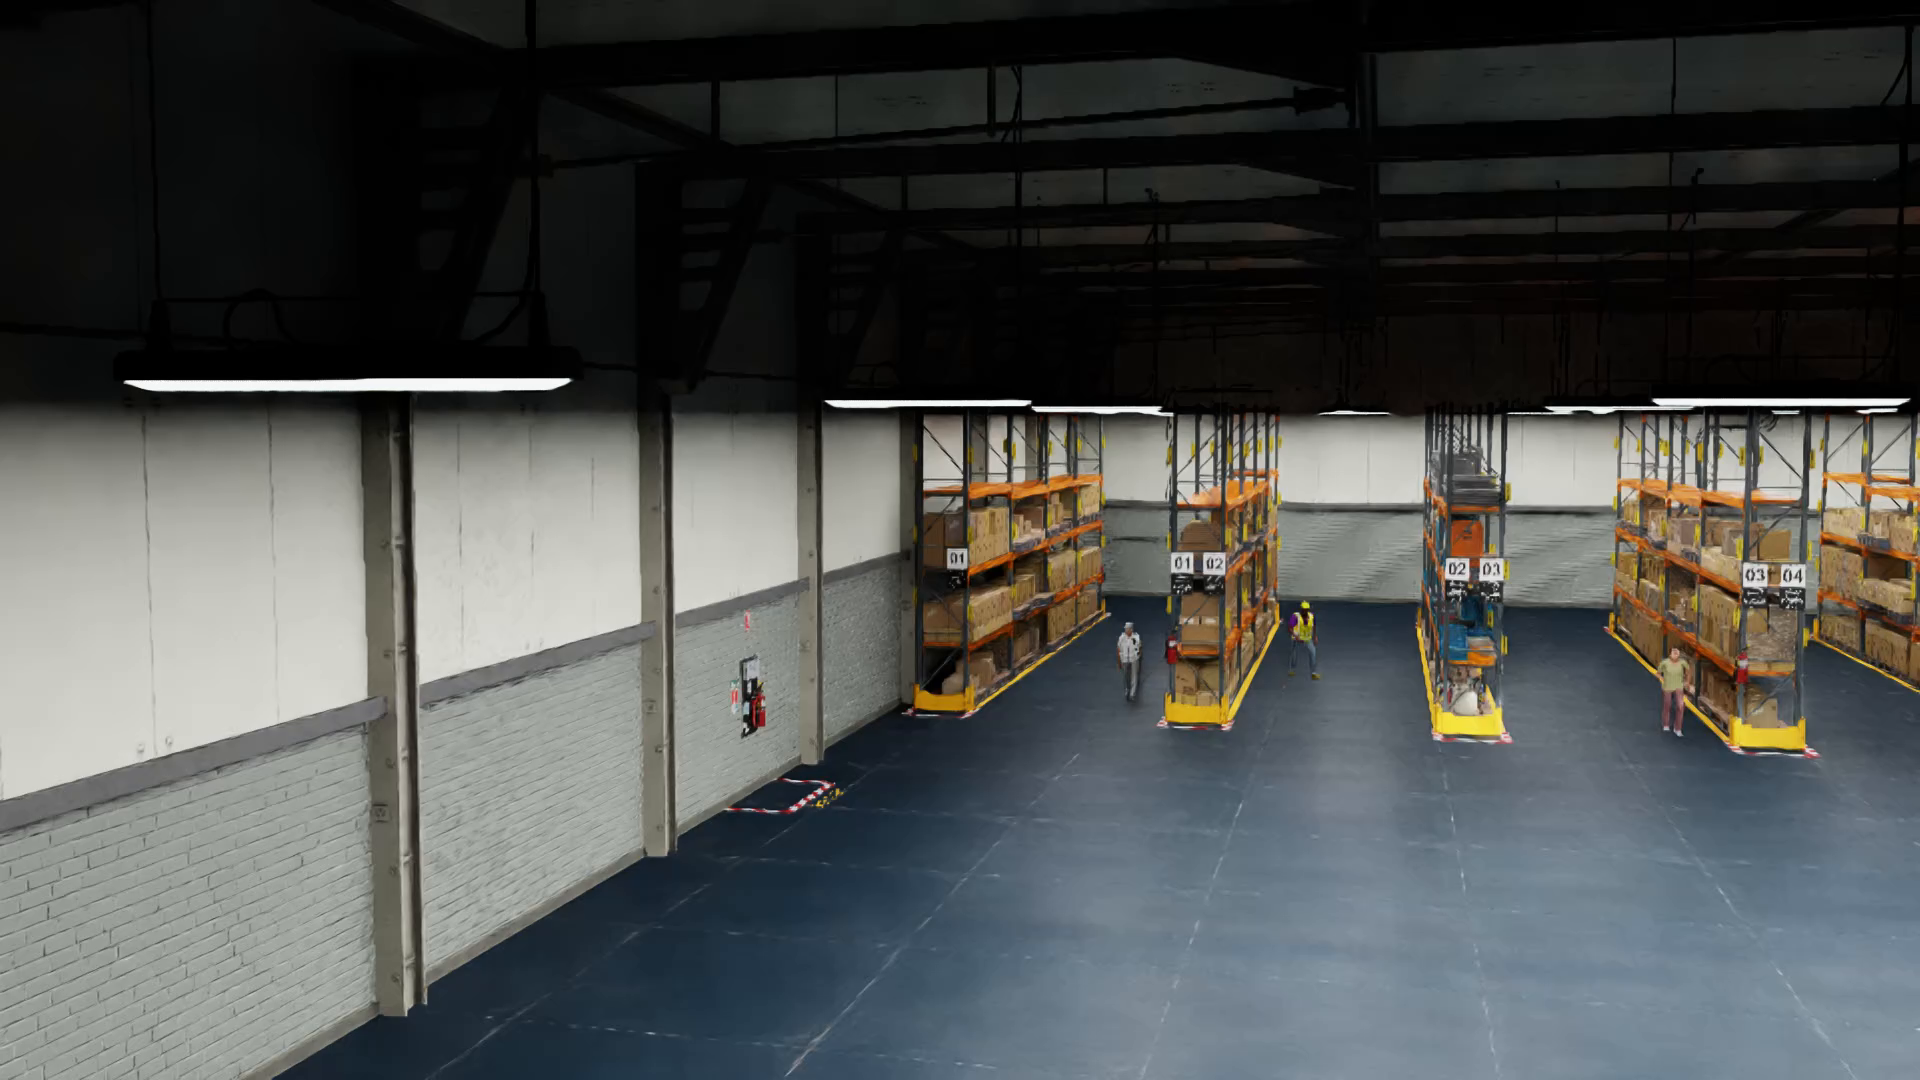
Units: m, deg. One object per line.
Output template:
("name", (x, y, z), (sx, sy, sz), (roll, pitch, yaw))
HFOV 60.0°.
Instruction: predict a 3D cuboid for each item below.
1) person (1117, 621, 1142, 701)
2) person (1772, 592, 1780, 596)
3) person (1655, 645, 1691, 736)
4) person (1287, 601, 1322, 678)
("person", (3.431, 2.429, 33.710), (0.497, 1.583, 1.070), (1, 4, 17))
("person", (22.127, 1.537, 45.325), (0.639, 1.567, 0.496), (1, 4, 13))
("person", (12.925, 2.693, 30.155), (0.603, 1.600, 0.799), (1, 4, 19))
("person", (7.535, 2.170, 36.548), (0.698, 1.701, 0.825), (0, 4, -2))
